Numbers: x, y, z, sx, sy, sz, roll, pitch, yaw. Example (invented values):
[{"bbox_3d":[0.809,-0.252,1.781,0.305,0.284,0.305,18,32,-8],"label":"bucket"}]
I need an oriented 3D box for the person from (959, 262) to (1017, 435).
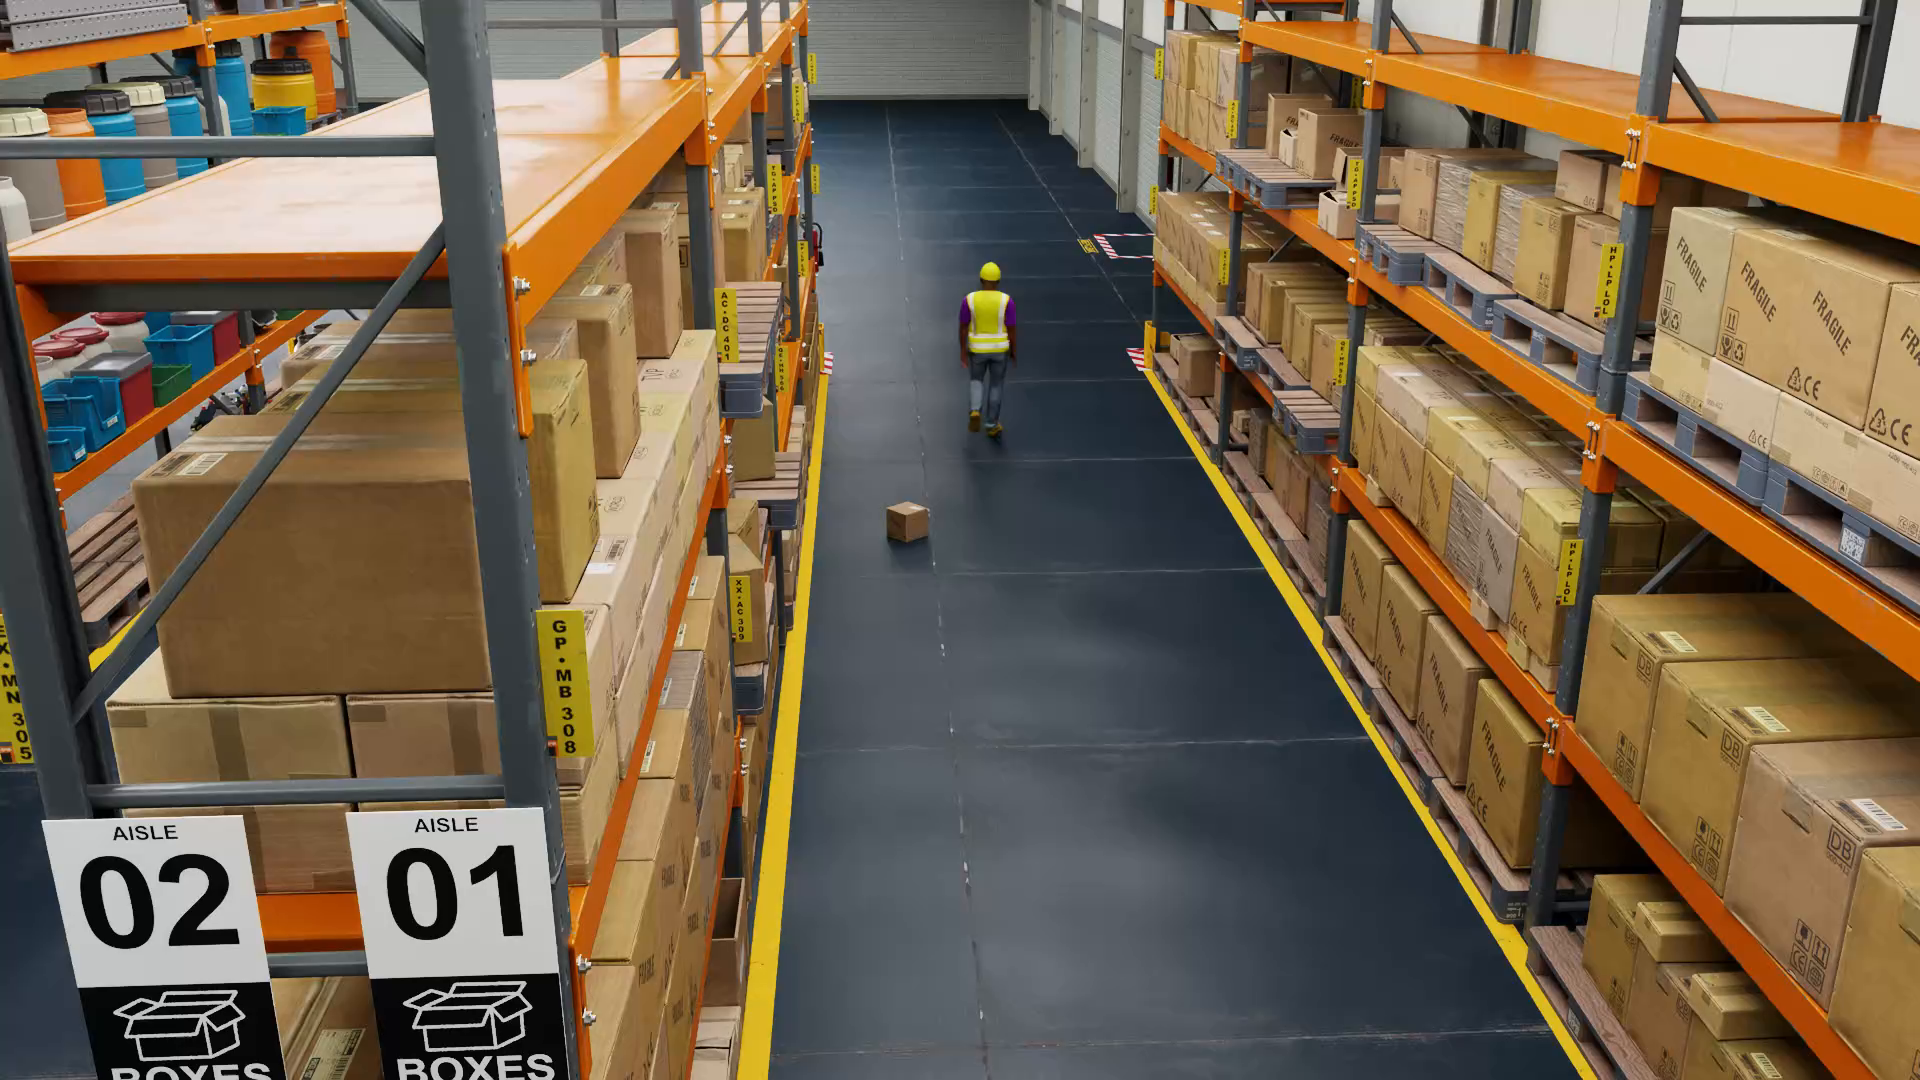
[{"bbox_3d":[0.282,-1.899,16.619,0.578,1.753,0.527,3,20,8],"label":"person"}]
